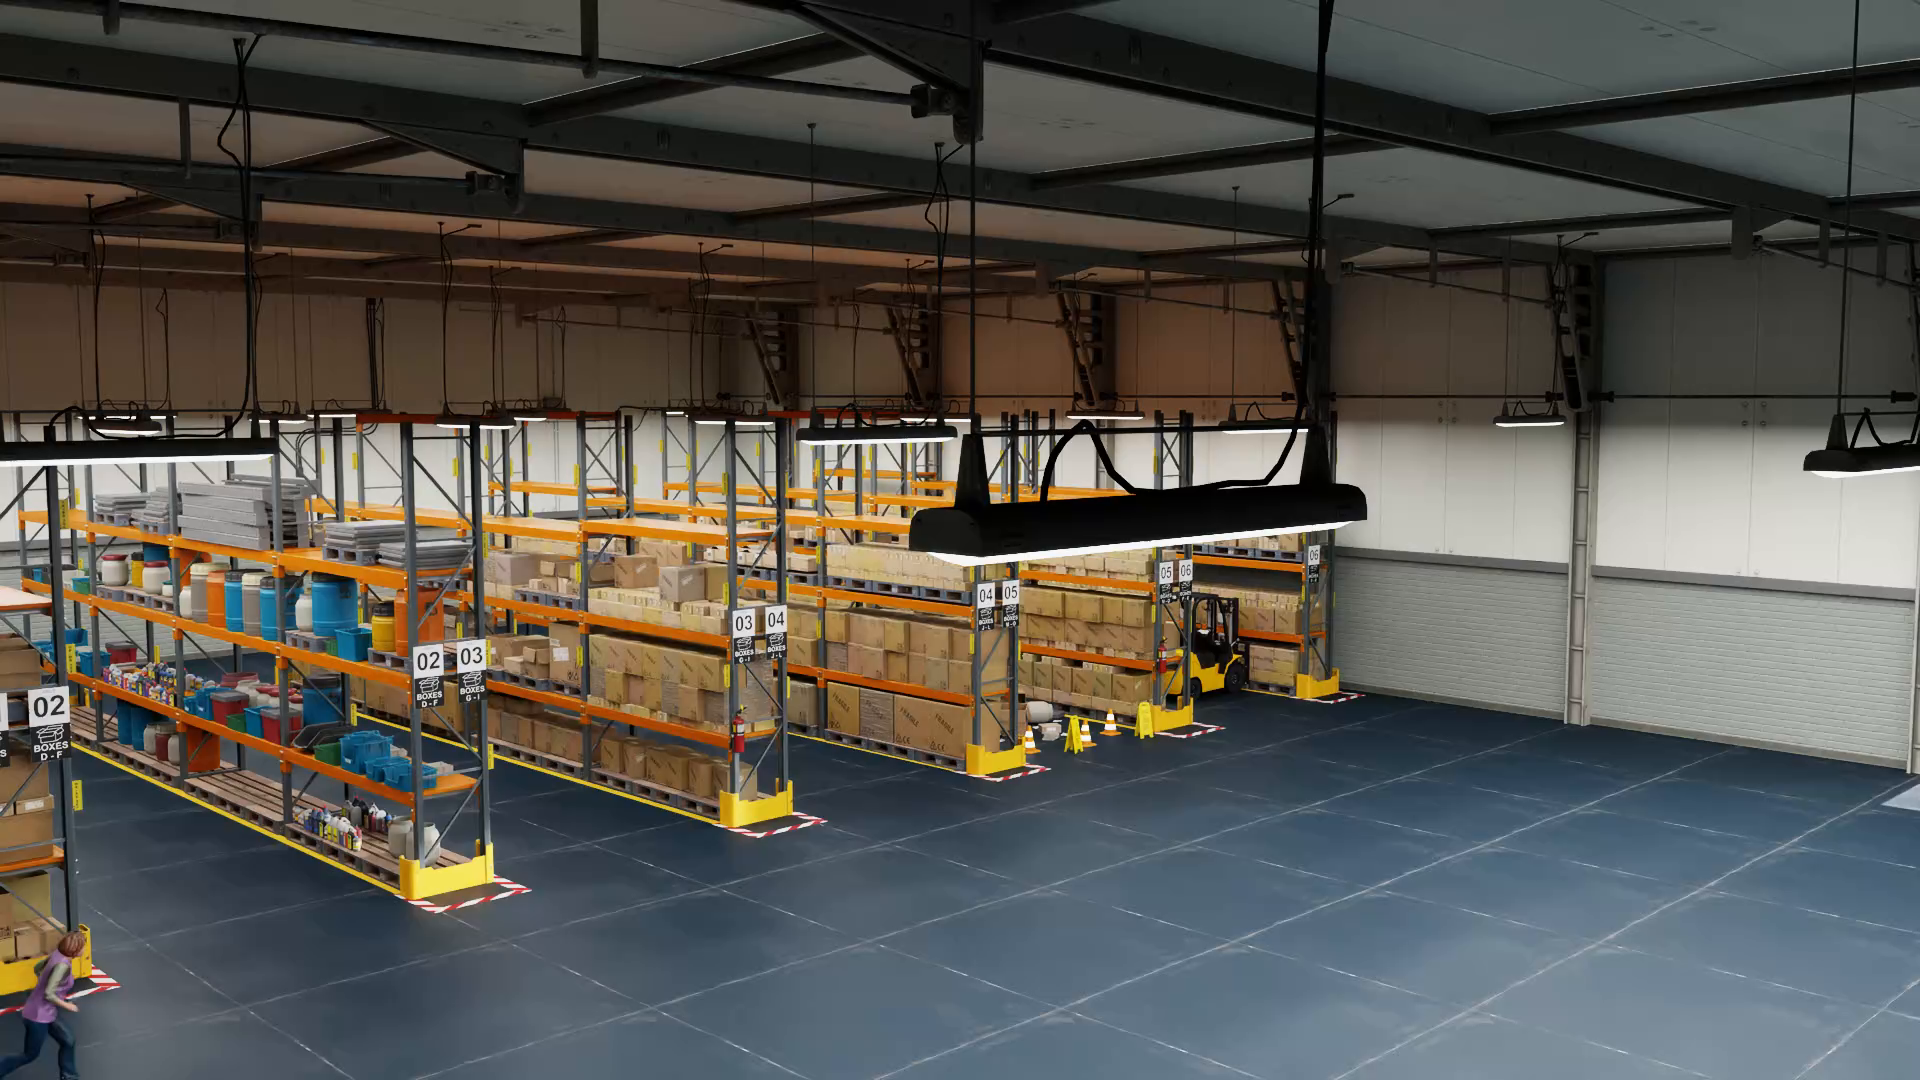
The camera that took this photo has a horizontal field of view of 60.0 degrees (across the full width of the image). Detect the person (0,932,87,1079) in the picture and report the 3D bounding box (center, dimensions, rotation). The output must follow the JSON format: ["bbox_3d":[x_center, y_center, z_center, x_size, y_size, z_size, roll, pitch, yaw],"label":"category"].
[{"bbox_3d":[-8.259,4.302,14.801,0.916,1.548,0.569,-3,6,-28],"label":"person"}]
